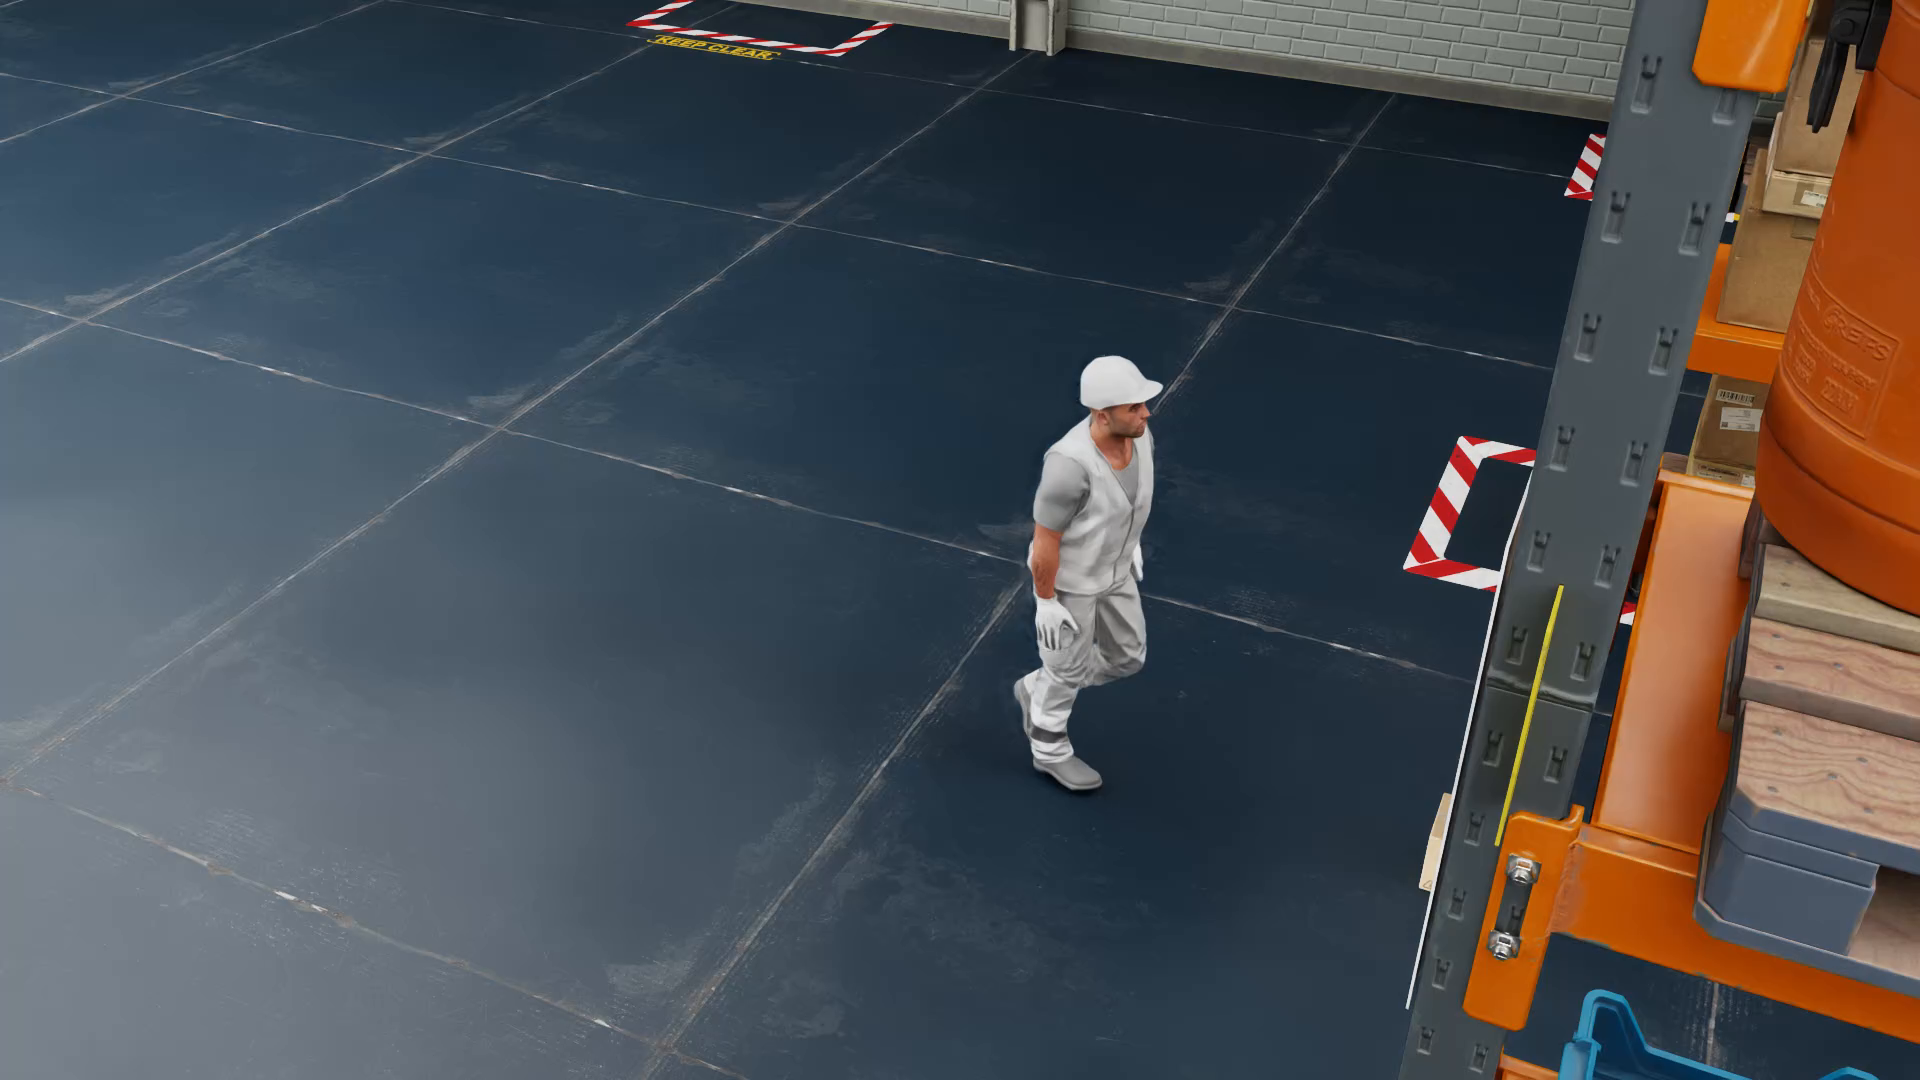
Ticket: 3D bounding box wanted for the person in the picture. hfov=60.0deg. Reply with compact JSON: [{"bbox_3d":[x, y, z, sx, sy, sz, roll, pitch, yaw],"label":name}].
[{"bbox_3d":[0.428,0.103,5.947,0.542,1.771,0.597,26,41,33],"label":"person"}]
